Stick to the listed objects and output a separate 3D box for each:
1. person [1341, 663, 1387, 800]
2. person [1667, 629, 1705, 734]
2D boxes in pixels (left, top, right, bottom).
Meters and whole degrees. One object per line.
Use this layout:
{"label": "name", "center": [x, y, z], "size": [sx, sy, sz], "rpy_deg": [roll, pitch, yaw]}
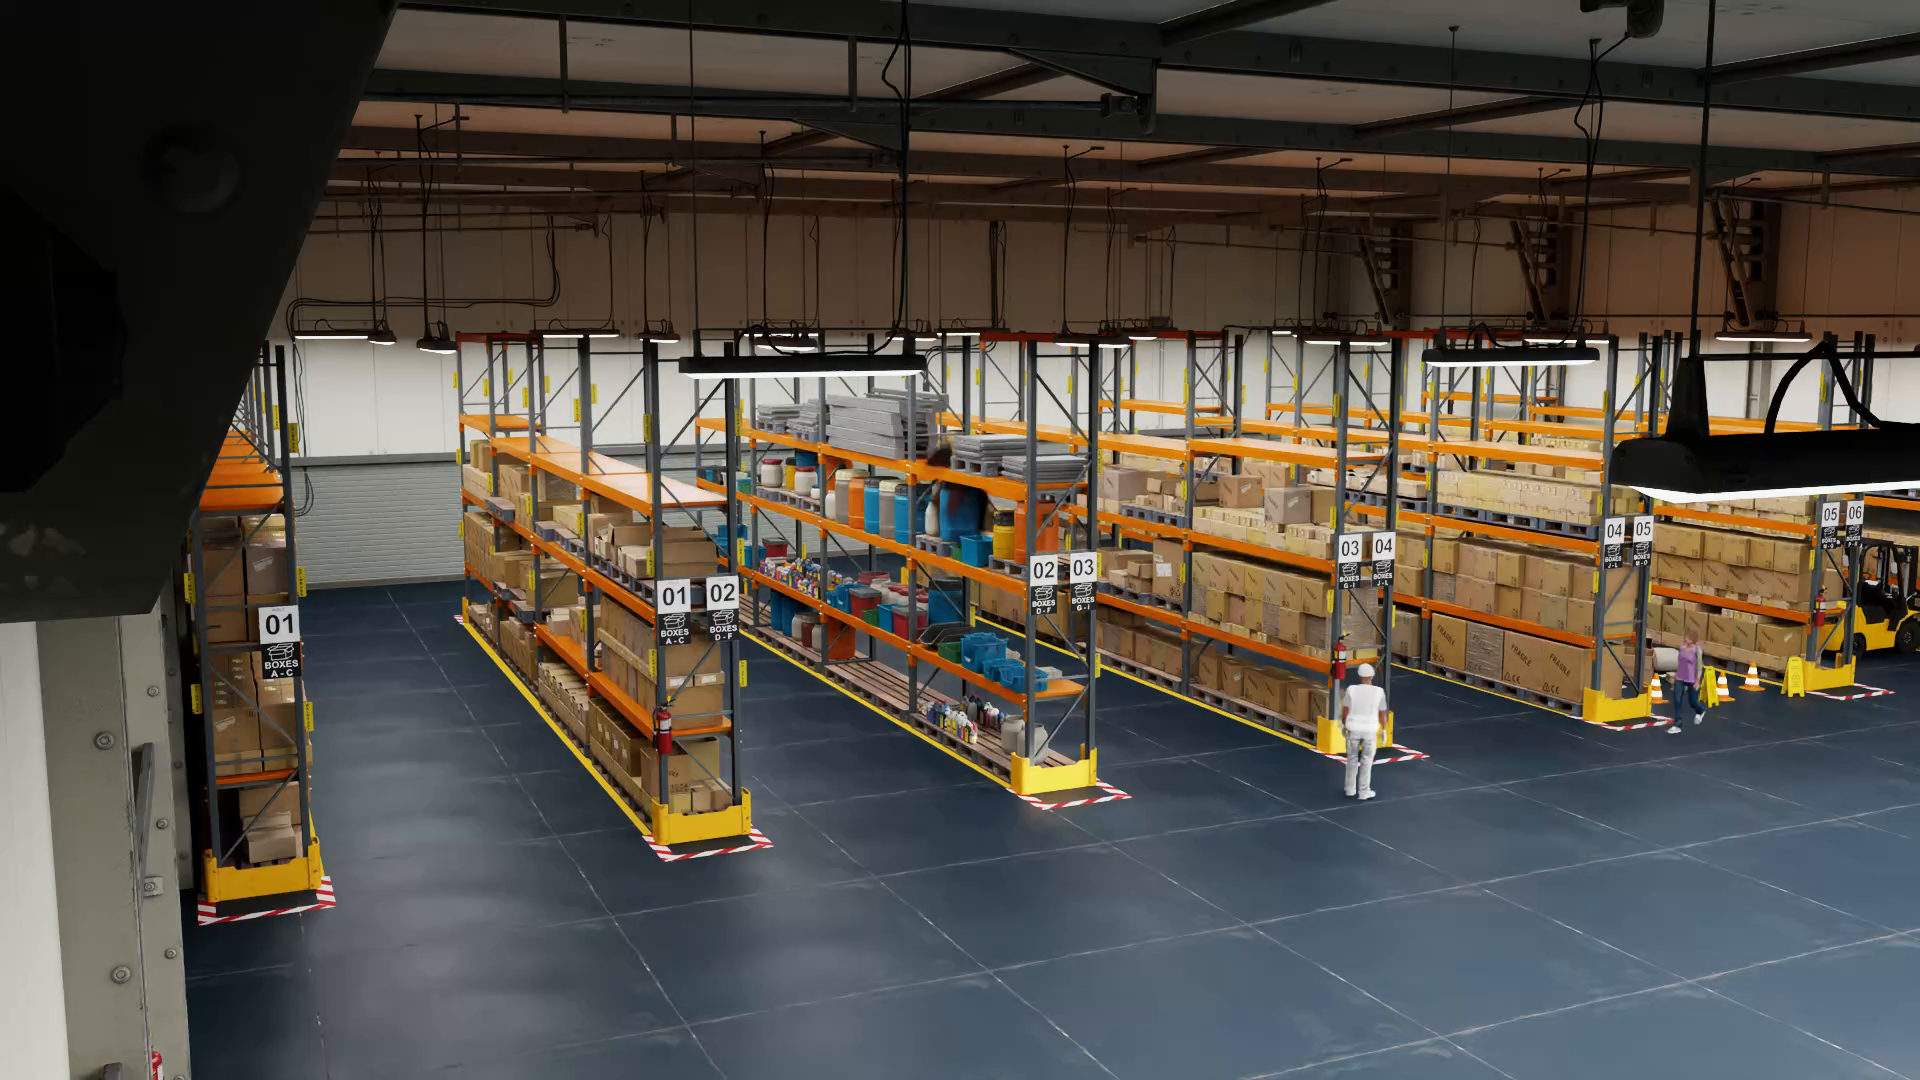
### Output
{"label": "person", "center": [5.310, 2.500, 21.870], "size": [0.581, 1.791, 0.441], "rpy_deg": [2, 8, 17]}
{"label": "person", "center": [11.113, 2.141, 25.337], "size": [0.407, 1.576, 0.752], "rpy_deg": [7, 10, 42]}
